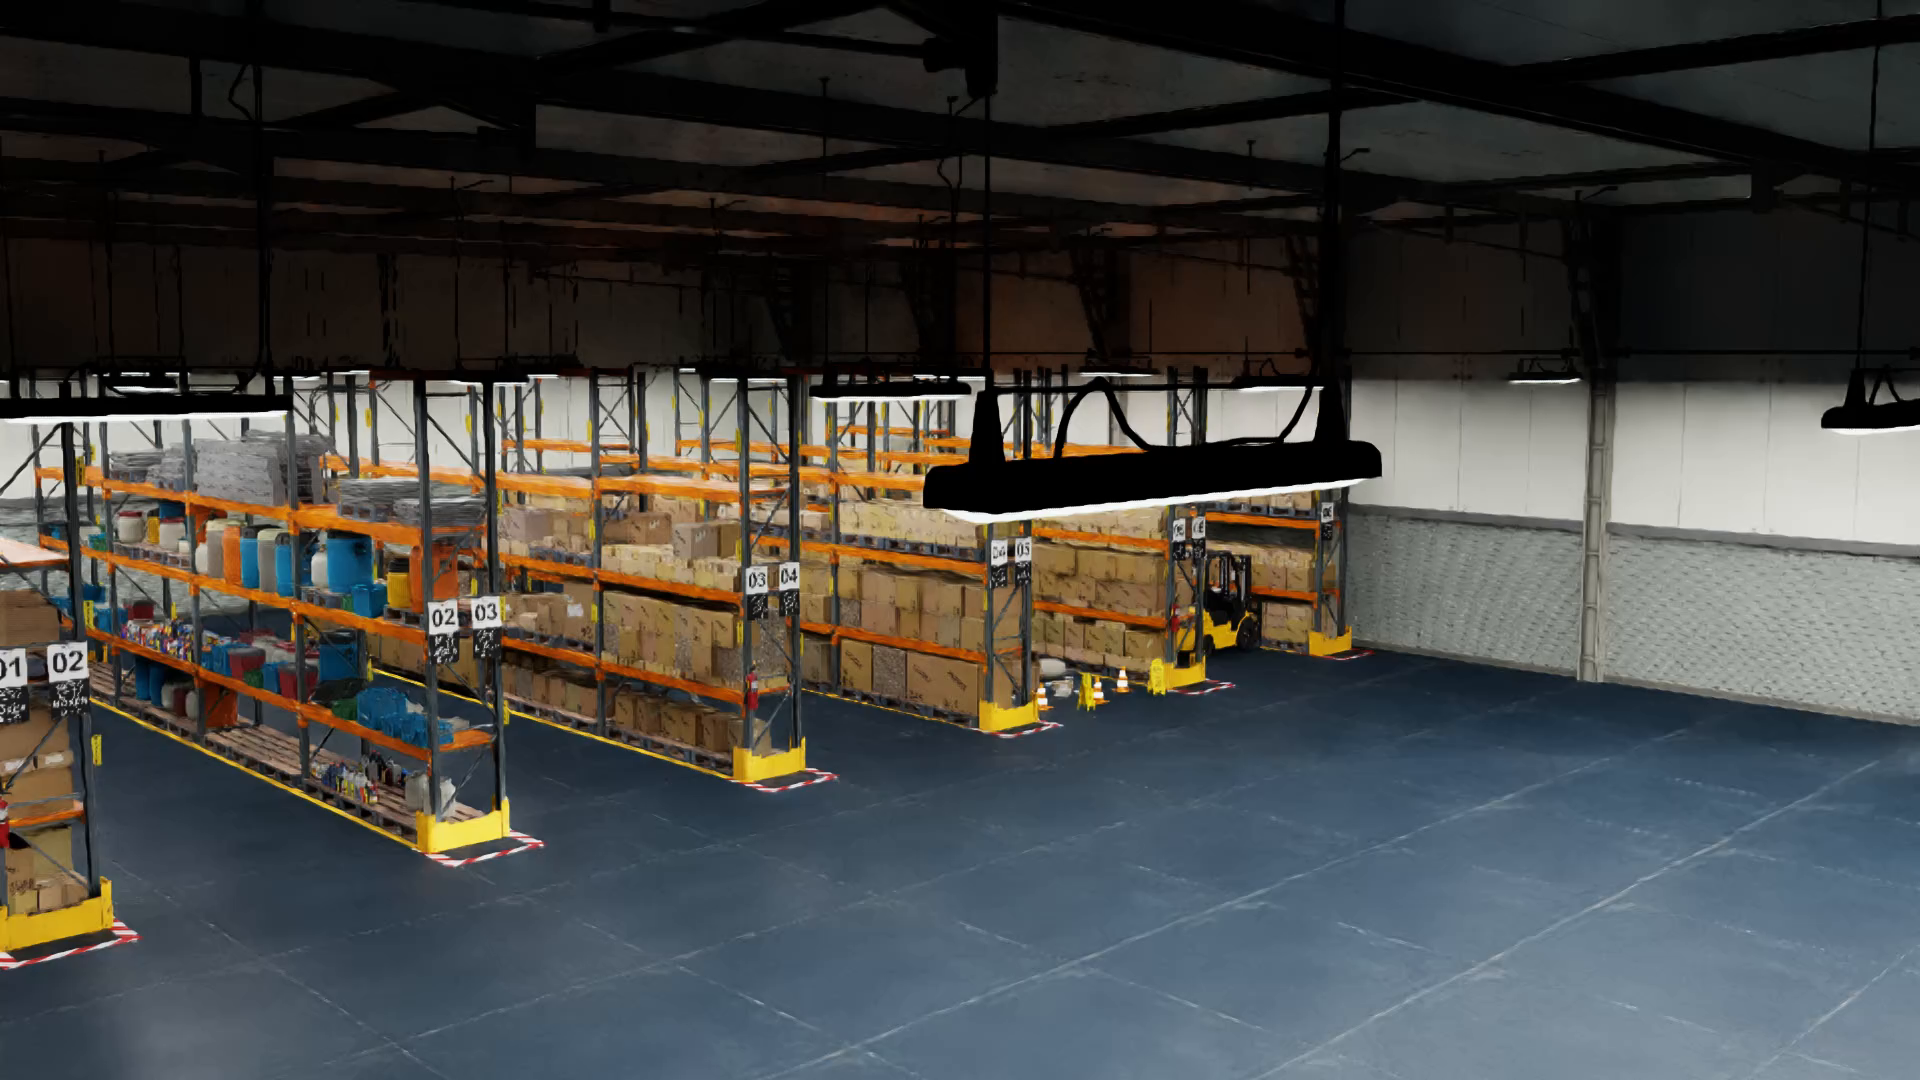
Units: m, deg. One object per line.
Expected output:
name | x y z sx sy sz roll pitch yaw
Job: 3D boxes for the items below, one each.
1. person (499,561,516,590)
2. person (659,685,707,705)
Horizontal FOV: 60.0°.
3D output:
person | -11.046 0.859 40.607 0.762 1.771 0.521 2 7 14
person | -4.986 2.137 29.570 0.562 1.706 1.122 -6 9 -42
